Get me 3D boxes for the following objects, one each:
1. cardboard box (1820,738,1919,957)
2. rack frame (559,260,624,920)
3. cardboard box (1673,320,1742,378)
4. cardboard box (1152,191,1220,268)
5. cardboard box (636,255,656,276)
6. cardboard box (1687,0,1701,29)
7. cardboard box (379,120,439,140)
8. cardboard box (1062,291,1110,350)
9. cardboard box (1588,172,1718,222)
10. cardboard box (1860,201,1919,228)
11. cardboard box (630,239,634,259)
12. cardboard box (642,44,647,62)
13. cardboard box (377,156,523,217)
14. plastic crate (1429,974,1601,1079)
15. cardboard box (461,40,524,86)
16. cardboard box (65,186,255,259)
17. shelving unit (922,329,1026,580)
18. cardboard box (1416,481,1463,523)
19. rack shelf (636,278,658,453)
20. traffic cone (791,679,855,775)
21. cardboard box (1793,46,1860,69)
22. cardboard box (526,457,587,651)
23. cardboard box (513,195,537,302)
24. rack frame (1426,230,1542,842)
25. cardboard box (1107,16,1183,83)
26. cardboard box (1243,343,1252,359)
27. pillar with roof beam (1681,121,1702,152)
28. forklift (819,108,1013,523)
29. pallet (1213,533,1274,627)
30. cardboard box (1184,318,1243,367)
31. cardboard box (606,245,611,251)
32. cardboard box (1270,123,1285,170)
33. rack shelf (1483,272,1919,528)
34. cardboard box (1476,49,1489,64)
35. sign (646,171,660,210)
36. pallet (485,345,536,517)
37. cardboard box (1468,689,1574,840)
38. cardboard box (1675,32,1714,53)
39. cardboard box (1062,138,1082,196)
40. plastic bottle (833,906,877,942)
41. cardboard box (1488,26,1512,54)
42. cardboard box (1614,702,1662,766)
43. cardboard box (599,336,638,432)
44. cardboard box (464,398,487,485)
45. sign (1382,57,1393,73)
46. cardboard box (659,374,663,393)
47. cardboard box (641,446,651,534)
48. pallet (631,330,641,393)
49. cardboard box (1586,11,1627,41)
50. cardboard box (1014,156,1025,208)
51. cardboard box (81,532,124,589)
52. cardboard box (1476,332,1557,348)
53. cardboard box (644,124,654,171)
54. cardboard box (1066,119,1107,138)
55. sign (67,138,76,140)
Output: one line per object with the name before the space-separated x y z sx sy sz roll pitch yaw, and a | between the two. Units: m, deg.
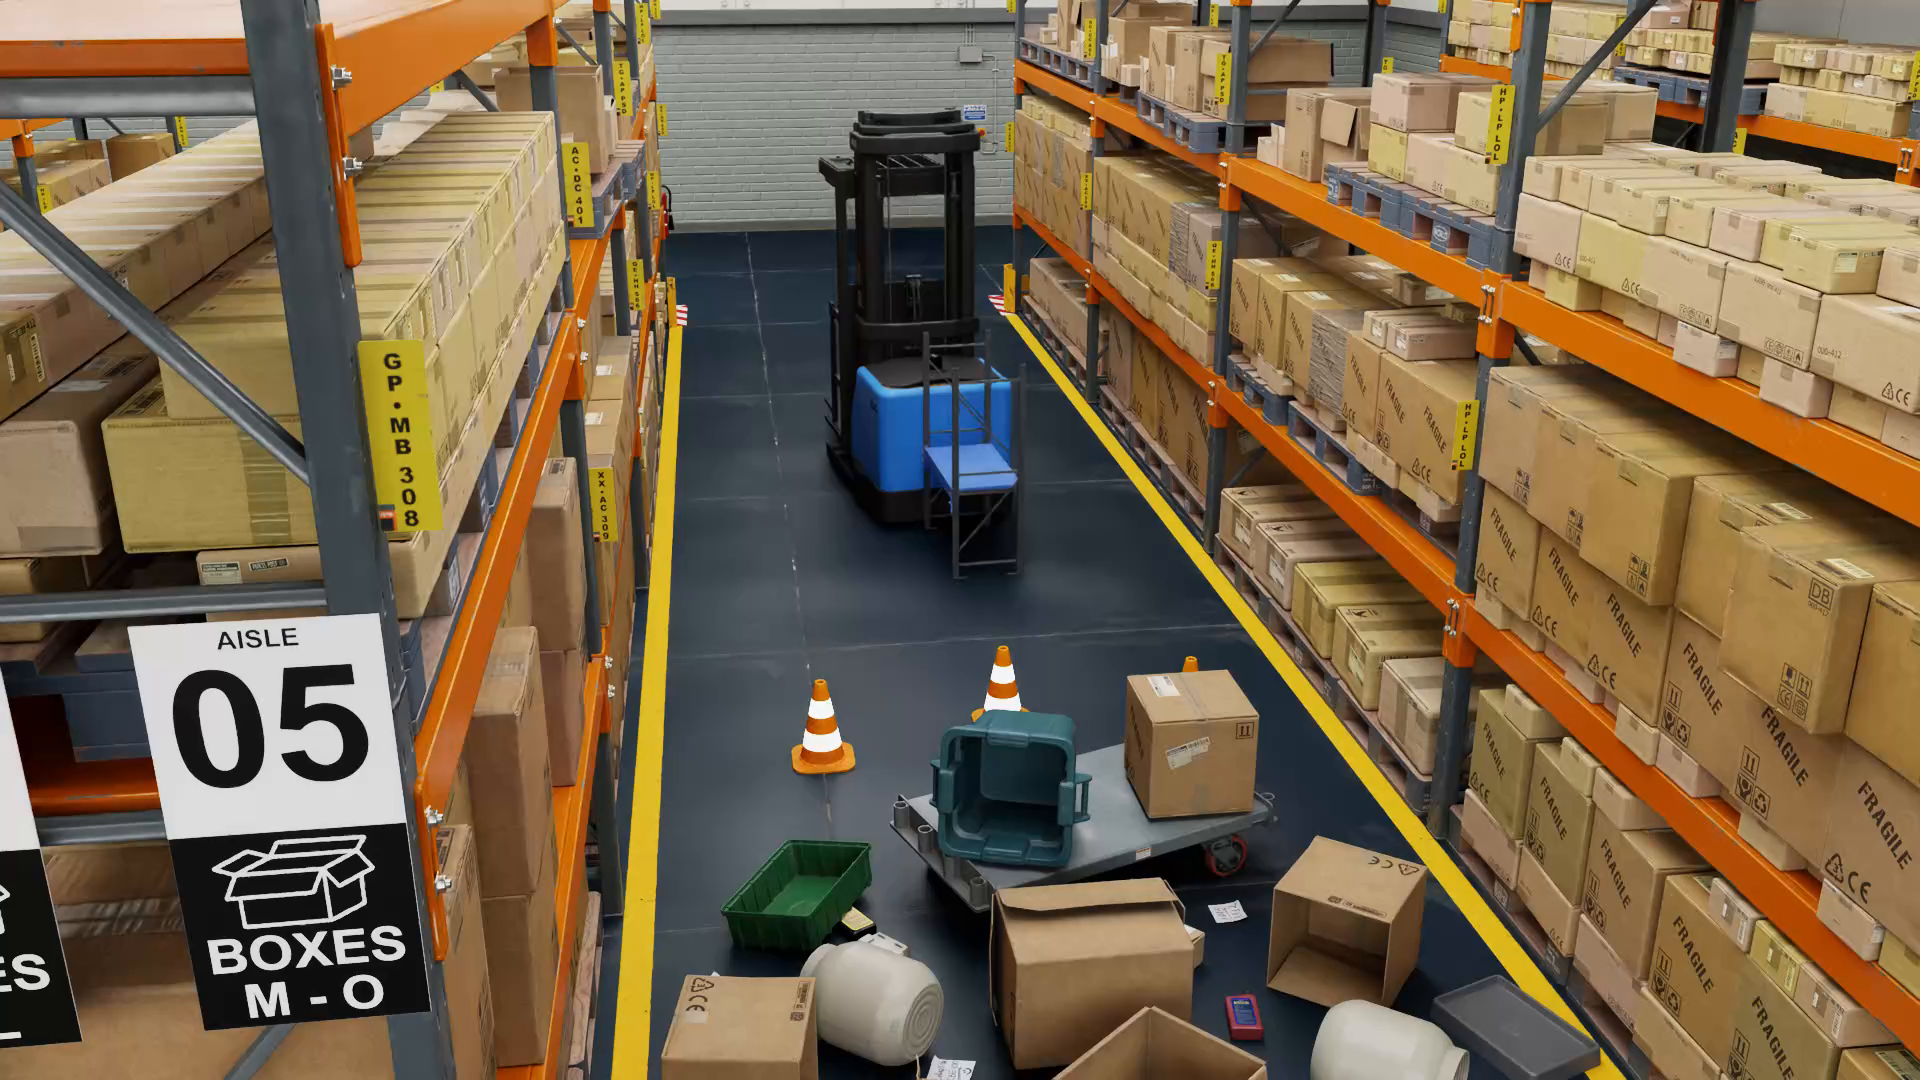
cardboard box | 2.998 0.891 4.975 0.500 0.500 0.500 -3 21 -8
rack frame | -2.044 0.325 7.060 1.000 3.000 0.127 -3 21 -8
cardboard box | 2.741 -0.676 5.812 0.380 0.149 0.250 -3 21 -9
cardboard box | 1.783 -2.376 12.717 0.500 0.500 0.500 -3 21 -8
cardboard box | -2.914 -2.442 14.827 0.380 0.149 0.250 -2 21 -6
cardboard box | 6.710 -4.743 14.941 0.396 0.266 0.258 -3 21 -9
cardboard box | -2.514 -1.878 8.055 0.500 0.311 0.500 -4 21 -10
cardboard box | 1.573 -2.259 17.039 0.875 0.438 0.875 -4 21 -9
cardboard box | 2.658 -1.315 6.382 0.380 0.149 0.250 -4 21 -10
cardboard box | 3.355 -1.077 5.744 0.380 0.149 0.250 -3 21 -7
cardboard box | -2.872 -2.359 13.578 0.380 0.149 0.250 -2 21 -5
cardboard box | -3.155 -4.541 15.299 0.500 0.250 0.500 -3 21 -7
cardboard box | -1.494 -1.032 4.882 0.380 0.149 0.250 -3 21 -8
plastic crate | 2.255 1.993 6.767 0.402 0.080 0.583 -11 23 -26
cardboard box | -2.936 -2.998 10.432 0.396 0.266 0.258 -3 21 -8
cardboard box | -2.071 -0.823 4.321 0.380 0.149 0.250 -3 21 -7
shelving unit | 0.086 -0.623 11.741 0.538 1.500 1.048 -4 21 -11
cardboard box | 2.493 -0.203 8.232 0.380 0.149 0.250 -3 21 -7
rack shelf | -2.909 -1.416 12.748 1.077 0.370 4.000 -3 21 -8
traffic cone | -0.743 0.973 8.951 0.336 0.463 0.334 -3 21 -8
cardboard box | 6.684 -3.724 12.831 0.380 0.149 0.250 -3 21 -9
cardboard box | -1.830 0.063 6.004 0.875 0.550 0.550 -3 21 -8
cardboard box | -1.576 -0.887 5.064 0.500 0.250 0.500 -3 21 -8
rack frame | 2.840 0.040 7.822 1.000 3.000 0.127 -3 21 -8
cardboard box | 1.527 -4.059 13.766 0.500 0.500 0.500 -3 21 -9
cardboard box | 2.126 -1.302 11.174 0.380 0.149 0.250 -4 21 -11
pillar with roof beam | 3.130 -5.861 15.048 9.100 9.000 0.400 -3 21 -8
forklift | -0.490 -1.984 13.339 1.130 2.935 3.031 -6 21 -15
pallet | 2.375 0.232 11.293 1.003 0.211 1.213 -3 21 -8
cardboard box | 1.934 -1.437 11.990 0.500 0.250 0.500 -4 21 -10
cardboard box | -2.718 -2.129 12.539 0.380 0.149 0.250 -3 21 -9
cardboard box | 2.177 -2.481 10.477 0.396 0.266 0.258 -3 21 -8
rack shelf | 3.128 -0.336 5.569 1.077 0.370 4.000 -3 21 -8
cardboard box | 5.855 -5.261 18.088 0.380 0.149 0.250 -2 21 -7
sign | -2.648 -3.017 14.352 0.100 0.325 0.005 -3 21 -8
pallet | -1.763 -0.334 4.662 1.003 0.211 1.213 -3 21 -8
cardboard box | 2.658 0.998 7.515 0.500 0.500 0.500 -2 21 -5
cardboard box | 6.374 -4.260 14.238 0.380 0.149 0.250 -3 21 -9
cardboard box | 1.280 -3.571 15.917 0.500 0.500 0.500 -3 21 -9
plastic bottle | -0.510 1.721 7.522 0.133 0.061 0.283 -15 25 -35
cardboard box | 5.970 -5.321 17.676 0.500 0.250 0.500 -4 21 -9
cardboard box | 2.743 0.726 6.343 0.380 0.149 0.250 -3 21 -7
cardboard box | -2.290 -0.965 10.369 0.500 0.500 0.500 -3 21 -8
cardboard box | -1.309 -0.219 3.844 0.380 0.149 0.250 -3 21 -7
sign | 2.801 -3.019 10.986 0.100 0.325 0.005 -3 21 -8
cardboard box | -2.931 -1.449 15.282 0.380 0.149 0.250 -4 21 -10
cardboard box | -2.470 -0.344 11.822 0.500 0.500 0.500 -4 21 -10
pallet | -2.828 -1.212 11.448 1.213 0.211 1.003 -3 21 -8
cardboard box | 6.287 -4.853 15.709 0.500 0.250 0.500 -3 21 -8
cardboard box | 0.895 -3.981 18.445 0.500 0.500 0.500 -3 21 -8
cardboard box | -1.886 -0.007 3.276 0.380 0.149 0.250 -3 21 -7
cardboard box | 2.926 -0.865 9.077 0.500 0.500 0.500 -3 21 -8
cardboard box | -3.153 -3.623 15.632 0.500 0.500 0.500 -3 21 -7
cardboard box | 1.245 -3.995 16.126 0.380 0.149 0.250 -3 21 -8
sign | -9.246 -4.032 17.373 0.100 0.325 0.005 -3 21 -8
